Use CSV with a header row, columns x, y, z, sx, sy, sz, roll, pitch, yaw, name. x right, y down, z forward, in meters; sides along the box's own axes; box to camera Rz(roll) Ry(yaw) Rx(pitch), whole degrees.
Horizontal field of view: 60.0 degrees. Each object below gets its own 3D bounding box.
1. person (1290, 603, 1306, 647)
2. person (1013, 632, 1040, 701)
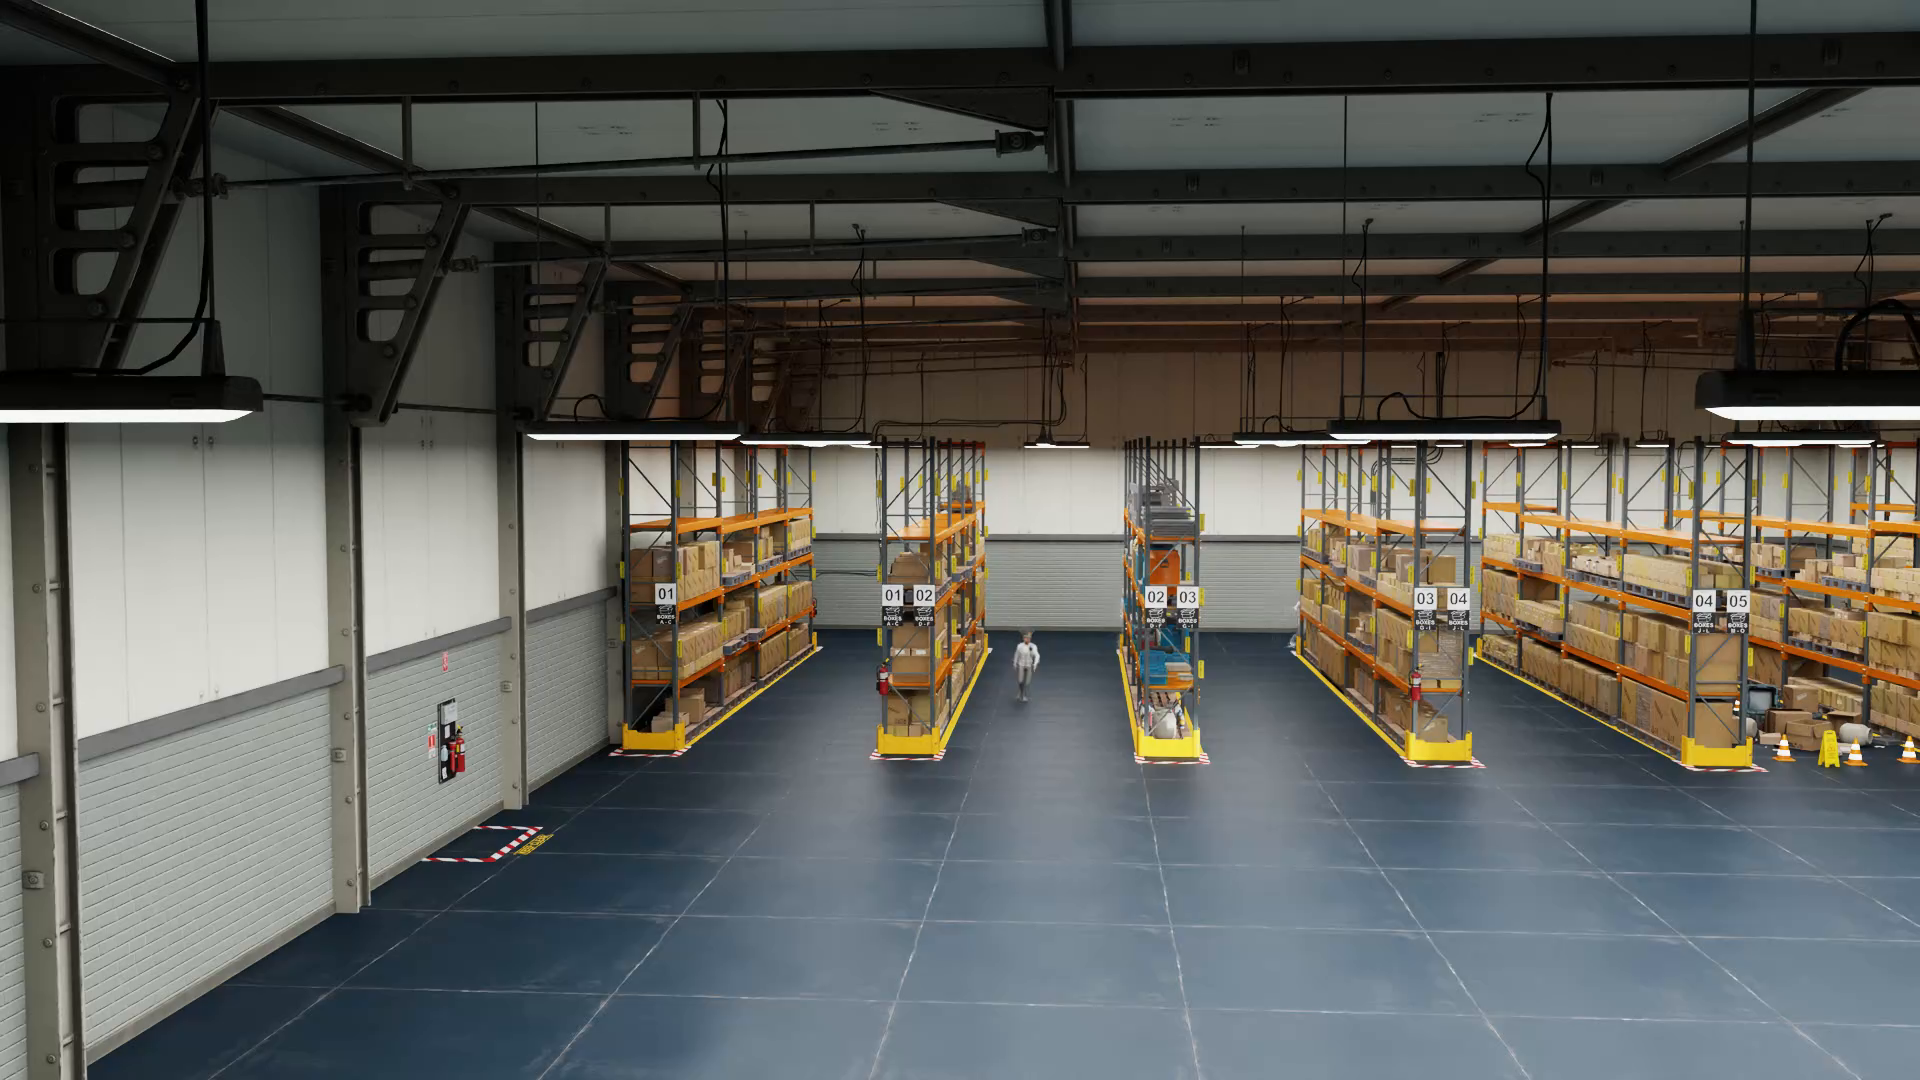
x,y,z,sx,sy,sz,roll,pitch,yaw,name
9.943,2.365,48.218,0.556,1.619,0.696,-2,4,-37,person
1.513,2.885,37.727,0.600,1.612,0.740,0,3,1,person
